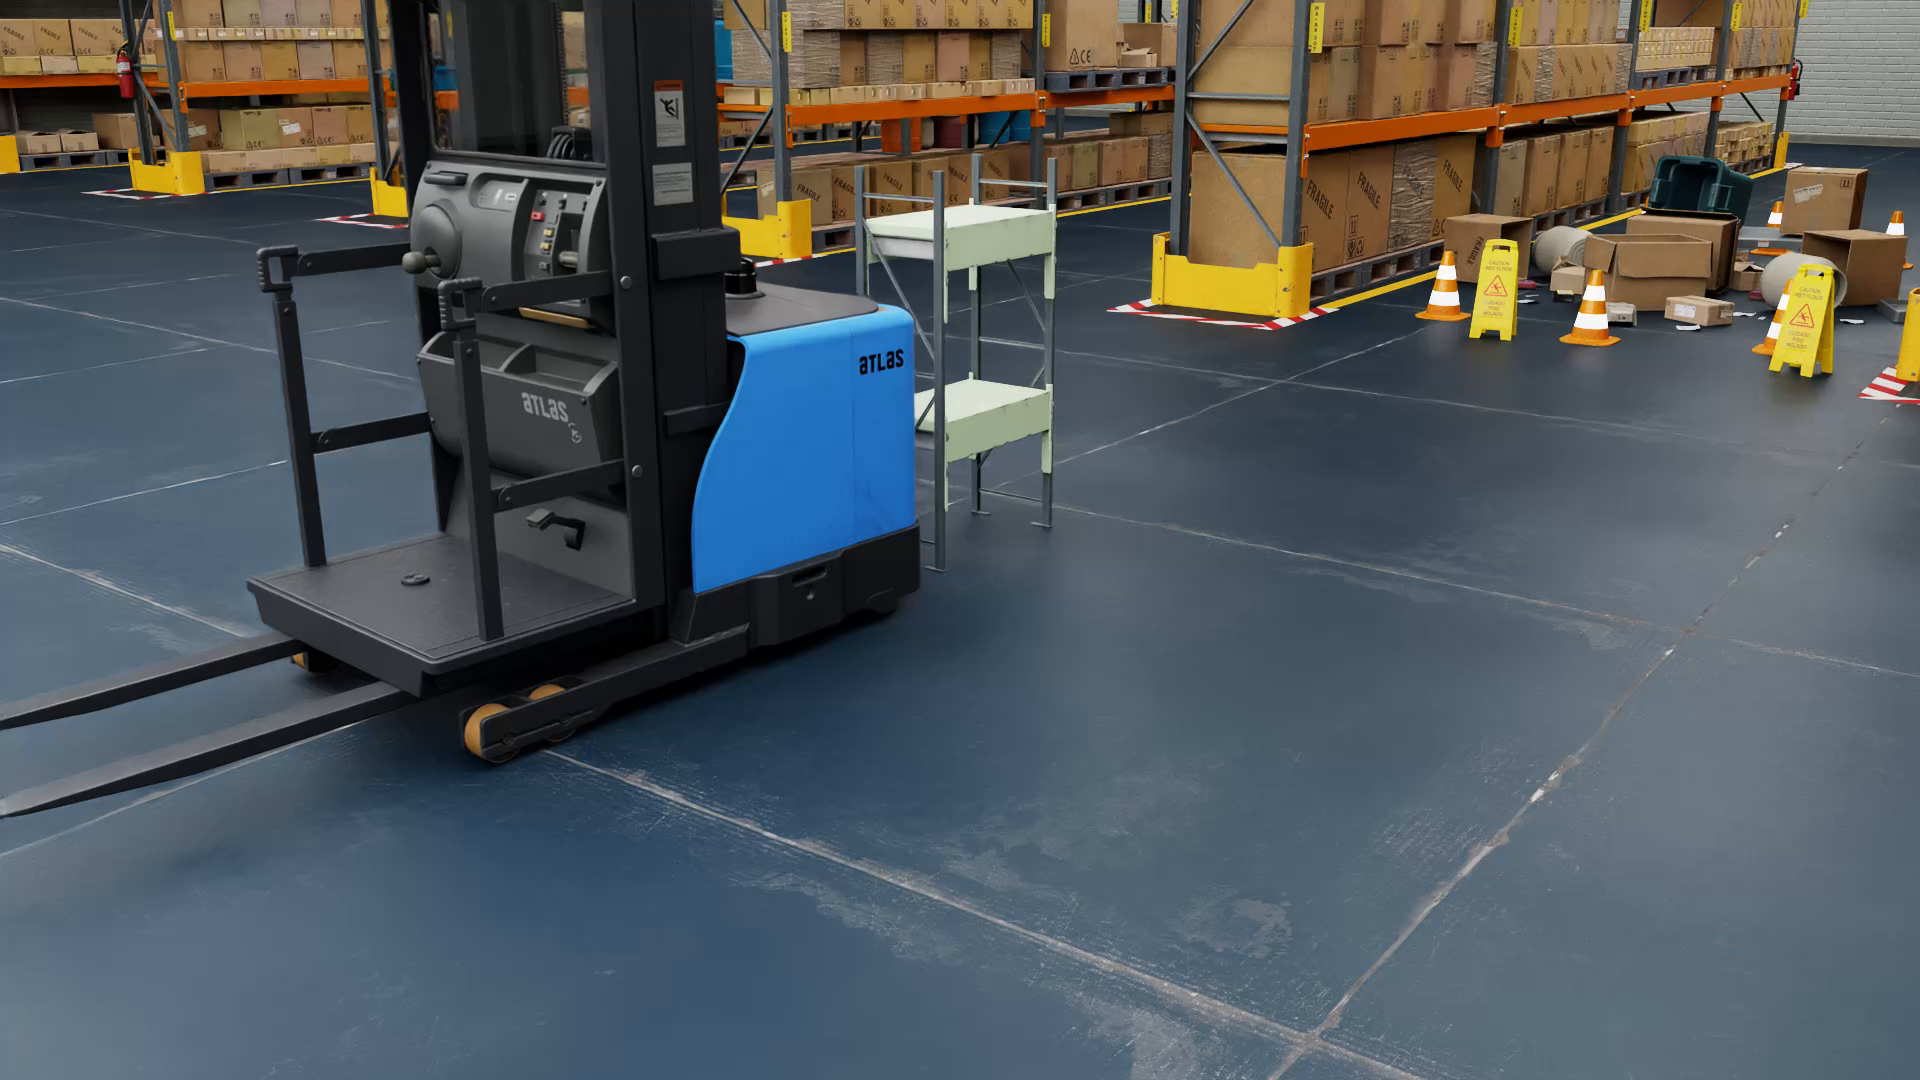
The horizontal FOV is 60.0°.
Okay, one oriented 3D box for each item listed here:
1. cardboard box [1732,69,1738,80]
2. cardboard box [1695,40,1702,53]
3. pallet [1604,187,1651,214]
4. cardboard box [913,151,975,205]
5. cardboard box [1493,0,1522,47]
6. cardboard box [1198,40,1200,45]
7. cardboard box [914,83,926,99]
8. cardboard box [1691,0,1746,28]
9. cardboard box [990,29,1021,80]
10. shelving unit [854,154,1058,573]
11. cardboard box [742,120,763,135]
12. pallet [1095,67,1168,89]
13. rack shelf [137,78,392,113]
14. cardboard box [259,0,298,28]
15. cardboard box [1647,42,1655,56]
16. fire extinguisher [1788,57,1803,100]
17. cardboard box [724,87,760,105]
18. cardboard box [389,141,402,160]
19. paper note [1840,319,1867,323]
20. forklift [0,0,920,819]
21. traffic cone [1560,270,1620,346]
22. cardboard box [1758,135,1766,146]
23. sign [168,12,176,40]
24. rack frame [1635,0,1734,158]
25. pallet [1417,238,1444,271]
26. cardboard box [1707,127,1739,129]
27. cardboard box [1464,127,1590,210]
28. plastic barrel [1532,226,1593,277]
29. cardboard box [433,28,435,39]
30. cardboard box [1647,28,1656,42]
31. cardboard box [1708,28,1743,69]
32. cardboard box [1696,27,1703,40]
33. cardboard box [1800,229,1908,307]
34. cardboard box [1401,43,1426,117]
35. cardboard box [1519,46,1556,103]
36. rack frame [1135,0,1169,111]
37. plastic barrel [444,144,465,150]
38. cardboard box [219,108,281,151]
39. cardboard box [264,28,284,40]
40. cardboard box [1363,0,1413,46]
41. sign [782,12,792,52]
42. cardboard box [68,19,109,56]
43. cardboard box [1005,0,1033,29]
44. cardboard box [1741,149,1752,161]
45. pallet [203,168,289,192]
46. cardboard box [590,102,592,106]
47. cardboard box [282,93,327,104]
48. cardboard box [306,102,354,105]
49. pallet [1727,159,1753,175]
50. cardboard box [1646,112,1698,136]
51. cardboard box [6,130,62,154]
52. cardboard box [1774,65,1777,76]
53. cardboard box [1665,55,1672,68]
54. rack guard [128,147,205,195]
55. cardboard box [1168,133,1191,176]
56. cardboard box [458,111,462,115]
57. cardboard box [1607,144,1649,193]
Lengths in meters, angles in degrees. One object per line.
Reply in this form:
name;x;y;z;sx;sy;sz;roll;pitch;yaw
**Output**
cardboard box;9.954;-6.111;21.788;0.380;0.149;0.250;11;21;32
cardboard box;8.761;-5.982;20.162;0.380;0.149;0.250;14;22;37
pallet;7.229;-3.912;18.984;1.003;0.211;1.213;12;21;35
cardboard box;-0.150;-3.786;17.385;0.500;0.500;0.500;-12;21;-33
cardboard box;4.670;-4.749;15.125;0.700;0.500;0.500;12;21;34
cardboard box;3.347;-6.074;21.075;0.500;0.500;0.500;13;22;36
cardboard box;-0.553;-4.382;16.219;0.380;0.149;0.250;12;21;35
cardboard box;9.610;-6.742;21.040;0.500;0.500;0.500;13;22;36
cardboard box;0.138;-5.099;17.435;0.875;0.500;0.500;12;21;35
shelving unit;-0.004;-0.715;6.516;0.431;1.500;0.755;12;21;35
cardboard box;-3.697;-7.153;28.194;0.500;0.500;0.500;12;21;33
pallet;1.692;-5.388;19.359;1.003;0.211;1.213;12;21;35
rack shelf;-8.690;-5.937;22.017;1.077;0.370;4.000;12;21;35
cardboard box;-8.953;-6.839;21.354;0.700;0.500;0.500;13;21;35
cardboard box;7.527;-5.489;18.575;0.380;0.149;0.250;12;21;33
fire extinguisher;12.049;-6.726;24.105;0.296;0.674;0.183;12;21;35
cardboard box;-1.924;-4.037;15.110;0.380;0.149;0.250;12;21;35
cardboard box;-7.905;-5.378;22.932;0.500;0.250;0.500;12;21;35
paper note;6.258;-1.539;11.649;0.142;0.019;0.148;5;18;16
forklift;-1.499;-0.937;4.819;1.130;2.935;3.031;15;23;40
traffic cone;4.157;-1.536;10.908;0.336;0.463;0.334;12;21;35
cardboard box;11.135;-5.644;23.458;0.380;0.149;0.250;11;21;32
sign;-9.439;-6.156;19.916;0.100;0.325;0.005;12;21;35
rack frame;9.145;-6.010;21.040;1.000;3.000;0.127;12;21;35
pallet;3.863;-2.606;14.779;1.003;0.211;1.213;12;21;35
cardboard box;10.290;-5.495;22.476;0.380;0.149;0.250;11;21;32
cardboard box;5.809;-3.846;17.155;1.050;0.750;0.750;13;21;36
plastic barrel;4.935;-2.333;13.543;0.421;0.421;0.512;-4;18;-13
cardboard box;-7.488;-7.012;23.003;0.380;0.149;0.250;12;21;35
cardboard box;7.501;-5.620;18.496;0.380;0.149;0.250;12;21;34
cardboard box;9.643;-6.274;21.218;0.500;0.500;0.500;12;21;34
cardboard box;8.748;-6.120;20.104;0.380;0.149;0.250;12;21;33
cardboard box;6.683;-2.047;12.488;0.500;0.500;0.500;-4;18;-13
cardboard box;3.207;-3.700;13.347;0.875;0.550;0.500;12;21;35
cardboard box;5.208;-4.351;15.527;0.500;0.500;0.500;13;21;35
rack frame;3.628;-8.739;29.826;1.000;3.000;0.127;12;21;35
plastic barrel;-5.575;-4.111;18.410;0.421;0.512;0.421;0;17;0
cardboard box;-9.087;-5.257;21.280;0.500;0.500;0.500;12;21;35
cardboard box;-8.861;-6.463;21.236;0.380;0.149;0.250;12;21;33
cardboard box;2.944;-4.078;12.743;0.875;0.550;0.550;12;21;35
sign;-1.492;-4.370;14.299;0.100;0.325;0.005;12;21;35
cardboard box;-12.721;-7.273;24.061;0.500;0.500;0.500;12;21;33
cardboard box;0.408;-5.517;17.095;0.500;0.500;0.500;12;21;35
cardboard box;10.667;-5.318;22.911;0.380;0.149;0.250;13;21;36
pallet;-9.460;-4.662;21.400;1.003;0.211;1.213;12;21;35
cardboard box;-6.995;-8.533;32.080;0.750;0.750;0.750;13;21;35
cardboard box;-10.794;-7.289;27.368;0.500;0.250;0.500;12;21;34
cardboard box;-8.622;-5.709;22.734;0.500;0.500;0.500;12;21;35
pallet;10.243;-5.137;22.929;1.003;0.211;1.213;12;21;35
cardboard box;8.588;-5.033;20.136;0.500;0.250;0.500;14;22;37
cardboard box;-13.378;-5.753;24.005;0.500;0.311;0.500;10;20;29
cardboard box;11.246;-6.600;23.364;0.380;0.149;0.250;12;21;34
cardboard box;7.979;-5.525;19.194;0.380;0.149;0.250;13;21;35
rack guard;-9.896;-4.605;20.728;1.175;0.500;0.348;12;21;35
cardboard box;2.456;-4.811;20.652;0.700;0.500;0.500;11;20;32
cardboard box;-7.182;-6.184;24.583;0.500;0.311;0.500;13;22;36
cardboard box;7.388;-4.188;18.678;0.500;0.500;0.500;11;21;32
